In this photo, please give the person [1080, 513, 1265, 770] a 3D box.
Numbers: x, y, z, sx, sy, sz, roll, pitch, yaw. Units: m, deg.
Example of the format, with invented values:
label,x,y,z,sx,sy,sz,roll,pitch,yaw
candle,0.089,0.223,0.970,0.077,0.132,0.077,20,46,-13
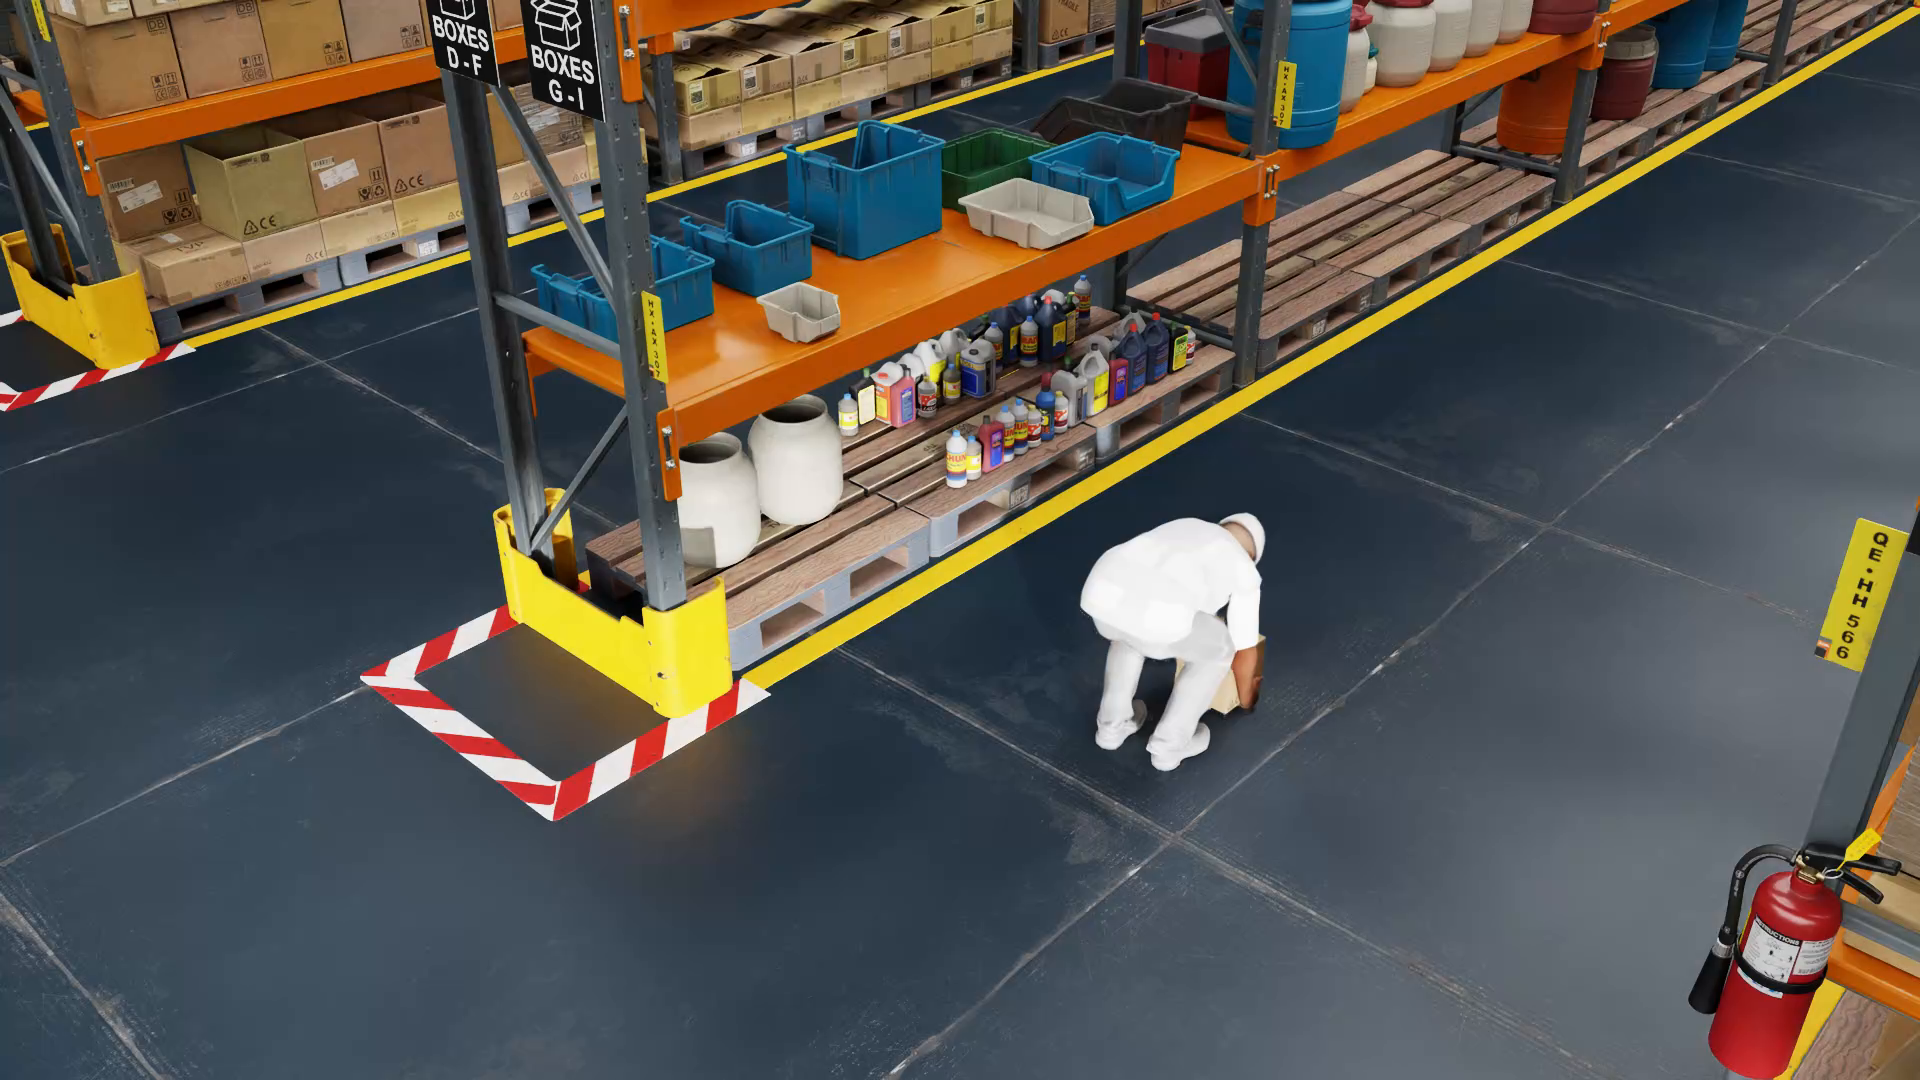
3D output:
label,x,y,z,sx,sy,sz,roll,pitch,yaw
person,0.845,0.328,6.364,0.499,0.939,0.975,23,38,33
